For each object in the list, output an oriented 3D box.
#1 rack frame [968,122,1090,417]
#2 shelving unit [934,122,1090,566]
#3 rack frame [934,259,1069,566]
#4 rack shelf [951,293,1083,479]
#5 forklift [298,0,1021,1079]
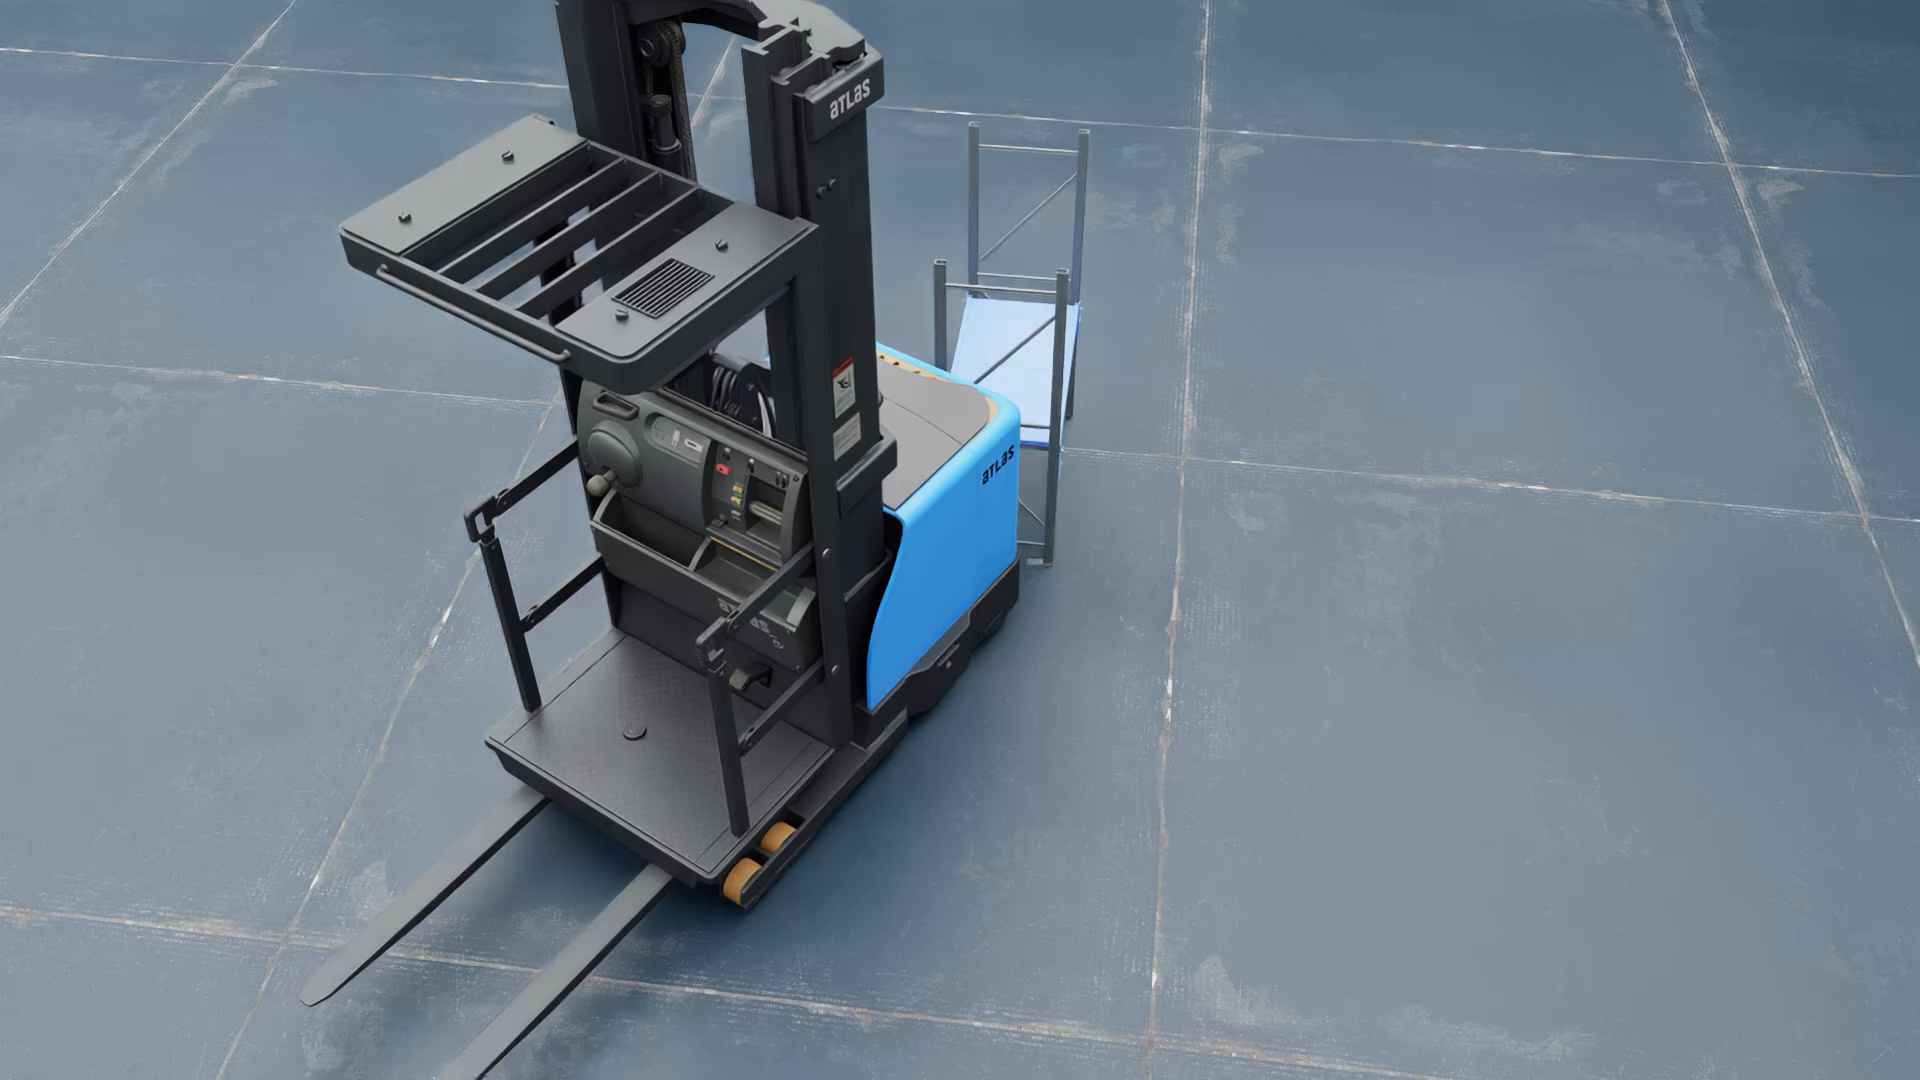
[{"bbox_3d":[0.285,-1.158,7.382,0.500,1.500,0.032,5,44,5],"label":"rack frame"},{"bbox_3d":[0.219,-0.811,7.016,0.538,1.500,1.048,5,44,5],"label":"shelving unit"},{"bbox_3d":[0.153,-0.465,6.650,0.500,1.500,0.032,5,44,5],"label":"rack frame"},{"bbox_3d":[0.219,-0.681,7.140,0.538,0.185,1.000,5,44,5],"label":"rack shelf"},{"bbox_3d":[-1.005,-0.152,5.279,1.130,2.935,3.031,25,49,24],"label":"forklift"}]
